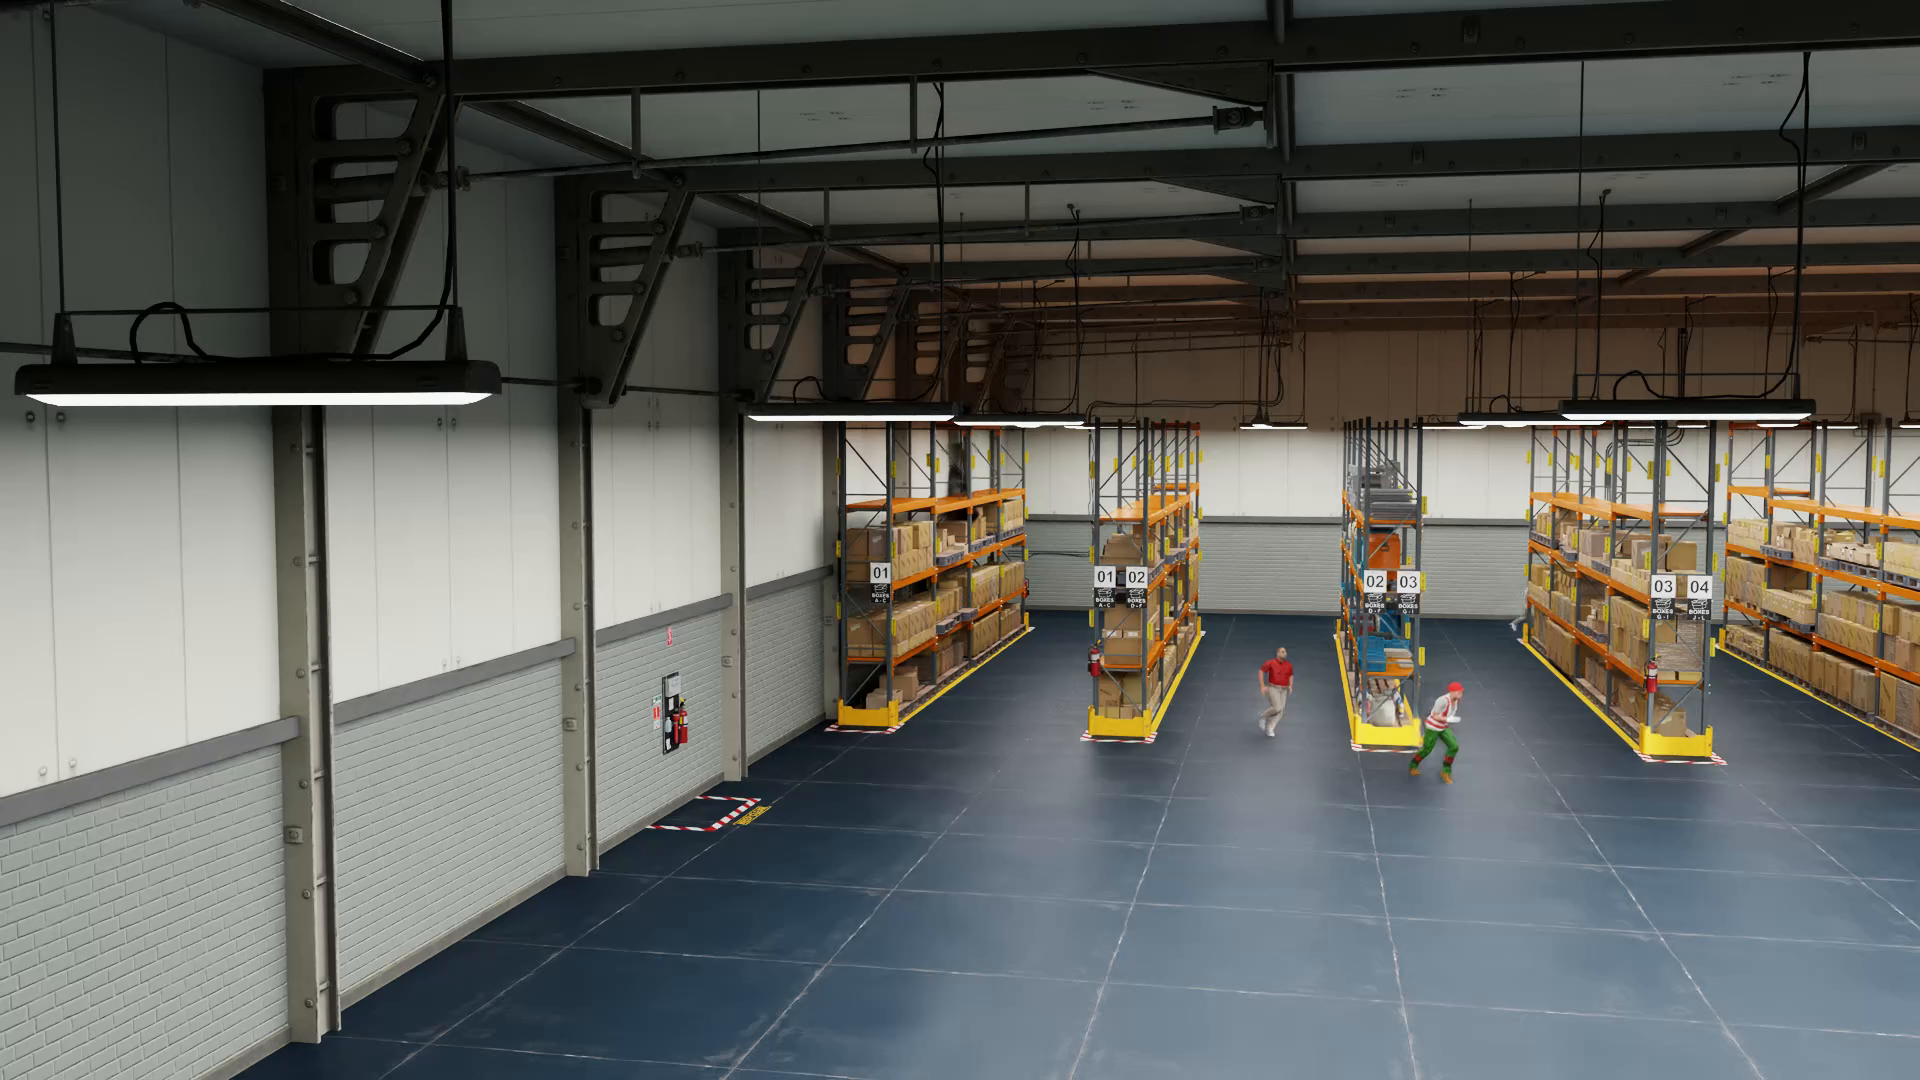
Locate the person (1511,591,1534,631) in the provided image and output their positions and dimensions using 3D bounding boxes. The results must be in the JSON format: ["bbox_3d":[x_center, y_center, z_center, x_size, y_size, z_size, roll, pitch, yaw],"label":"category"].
[{"bbox_3d":[15.995,1.911,46.788,0.984,1.556,0.552,3,5,40],"label":"person"}]

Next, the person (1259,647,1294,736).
[{"bbox_3d":[6.034,2.860,31.401,0.700,1.649,0.535,-1,4,-22],"label":"person"}]

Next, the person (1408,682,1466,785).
[{"bbox_3d":[7.813,3.145,27.235,0.707,1.715,1.020,-3,5,-41],"label":"person"}]
